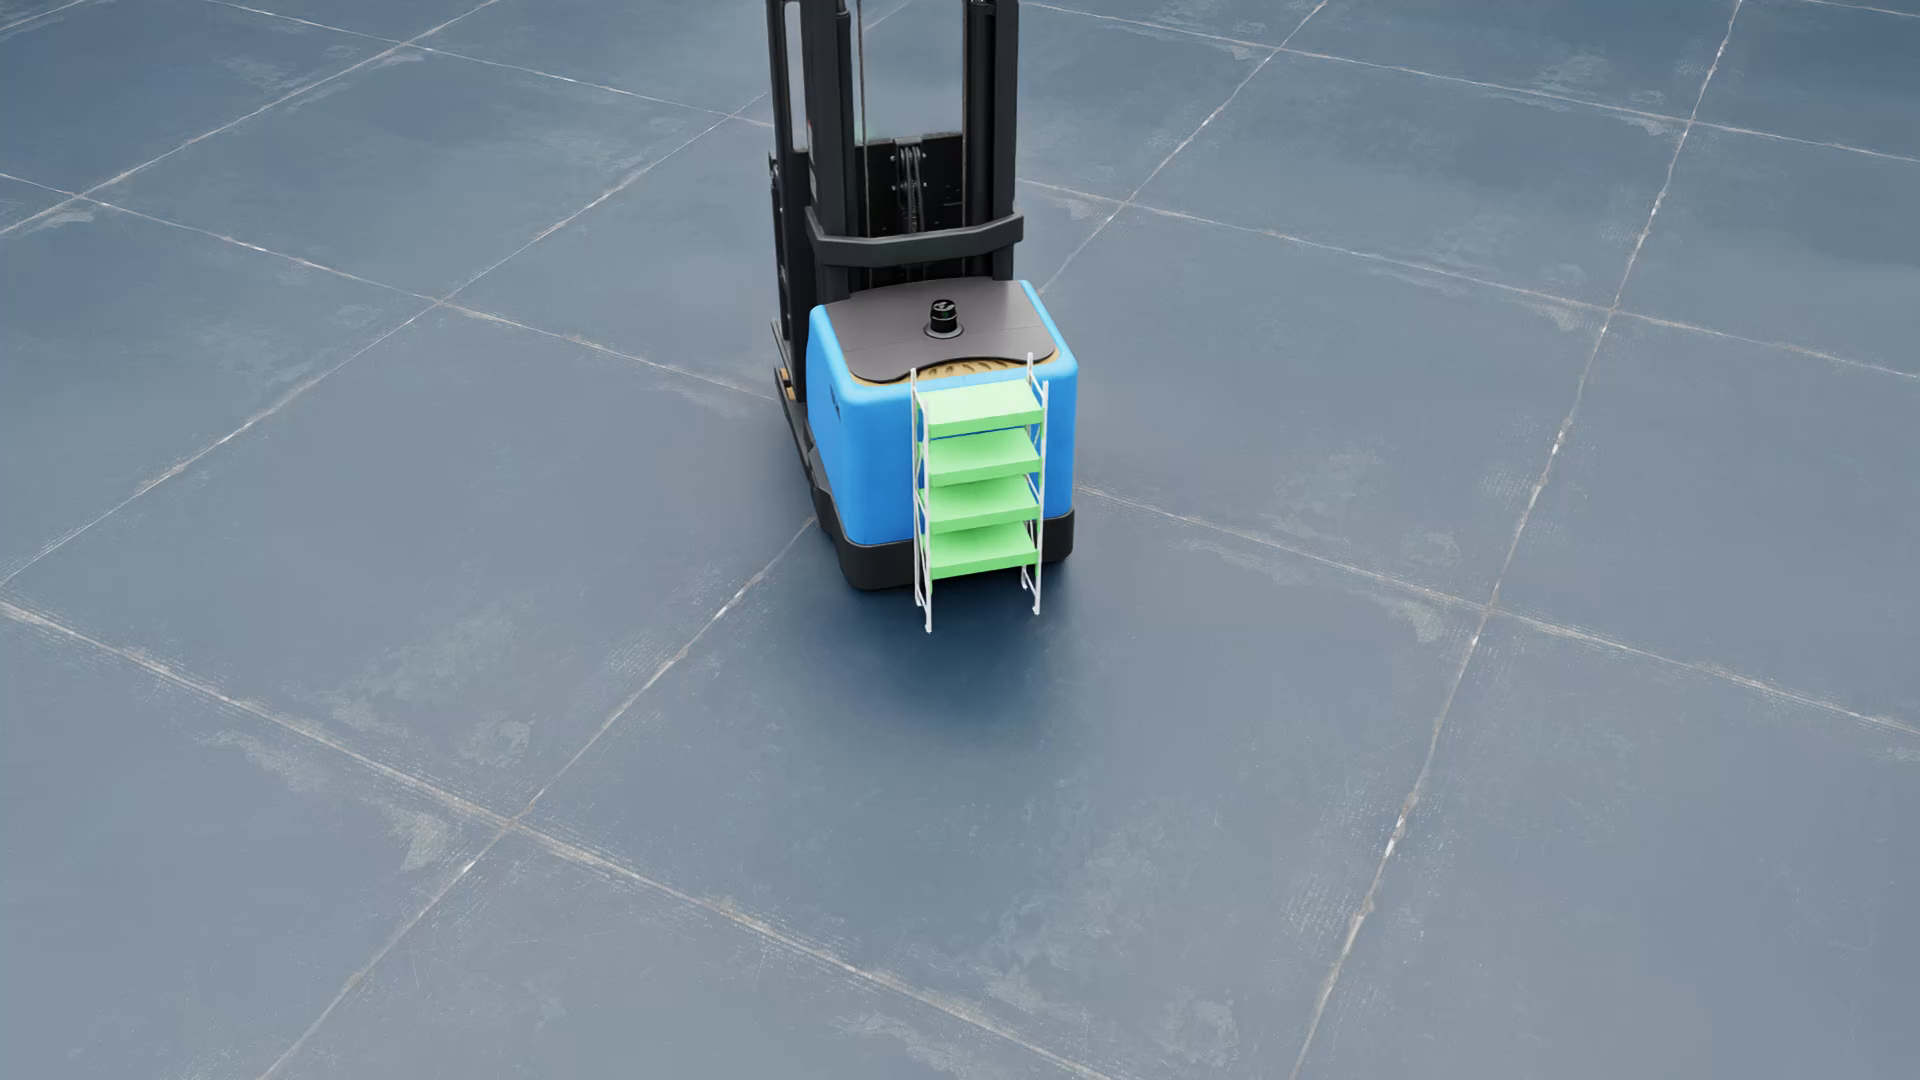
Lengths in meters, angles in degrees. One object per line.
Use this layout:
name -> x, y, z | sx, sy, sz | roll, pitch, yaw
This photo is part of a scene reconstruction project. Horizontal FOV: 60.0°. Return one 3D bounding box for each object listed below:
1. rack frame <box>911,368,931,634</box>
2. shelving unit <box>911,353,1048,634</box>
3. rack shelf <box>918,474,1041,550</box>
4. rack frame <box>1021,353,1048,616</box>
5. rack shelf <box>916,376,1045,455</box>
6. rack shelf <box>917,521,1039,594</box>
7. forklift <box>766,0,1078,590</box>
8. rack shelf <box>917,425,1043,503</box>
rack frame -> -0.161, -0.141, 6.942 | 0.015, 1.200, 0.240 | -9, 38, -11
shelving unit -> 0.076, -0.177, 6.990 | 0.503, 1.200, 0.258 | -9, 38, -11
rack shelf -> 0.076, -0.127, 7.029 | 0.480, 0.148, 0.258 | -9, 38, -11
rack frame -> 0.312, -0.214, 7.038 | 0.015, 1.200, 0.240 | -9, 38, -11
rack shelf -> 0.076, -0.508, 6.737 | 0.480, 0.148, 0.258 | -9, 38, -11
rack shelf -> 0.075, 0.064, 7.175 | 0.480, 0.148, 0.258 | -9, 38, -11
forklift -> -0.345, -1.840, 7.750 | 1.130, 2.935, 3.031 | -9, 38, -11
rack shelf -> 0.076, -0.317, 6.883 | 0.480, 0.148, 0.258 | -9, 38, -11
